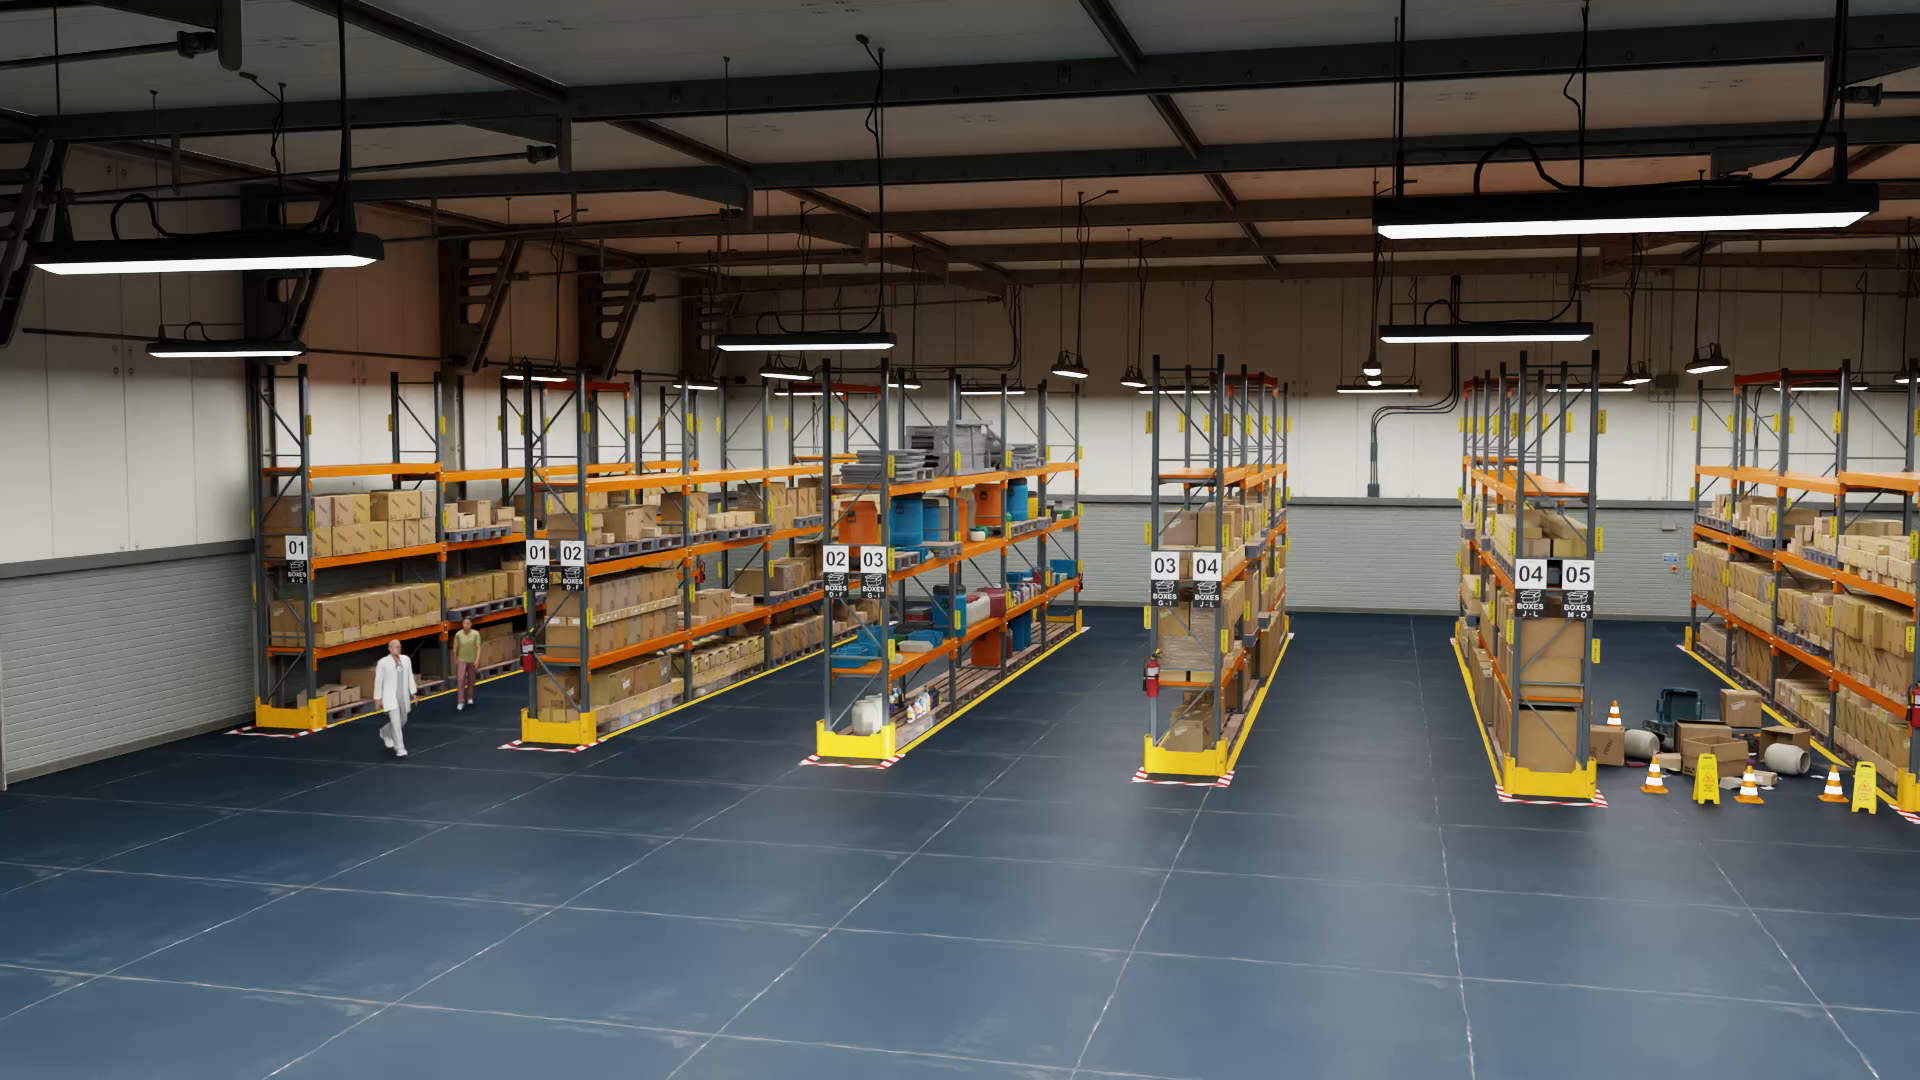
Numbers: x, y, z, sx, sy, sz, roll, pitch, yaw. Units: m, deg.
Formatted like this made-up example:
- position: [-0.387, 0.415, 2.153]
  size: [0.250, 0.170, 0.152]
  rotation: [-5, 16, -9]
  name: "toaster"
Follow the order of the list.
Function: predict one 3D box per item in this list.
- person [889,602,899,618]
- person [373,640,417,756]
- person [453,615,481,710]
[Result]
- position: [-2.180, 1.195, 42.845]
  size: [1.245, 1.697, 0.560]
  rotation: [0, 4, 5]
  name: "person"
- position: [-8.612, 2.380, 25.346]
  size: [1.042, 1.740, 0.631]
  rotation: [3, 5, 40]
  name: "person"
- position: [-8.698, 2.140, 29.353]
  size: [0.483, 1.618, 0.974]
  rotation: [-2, 4, -22]
  name: "person"
